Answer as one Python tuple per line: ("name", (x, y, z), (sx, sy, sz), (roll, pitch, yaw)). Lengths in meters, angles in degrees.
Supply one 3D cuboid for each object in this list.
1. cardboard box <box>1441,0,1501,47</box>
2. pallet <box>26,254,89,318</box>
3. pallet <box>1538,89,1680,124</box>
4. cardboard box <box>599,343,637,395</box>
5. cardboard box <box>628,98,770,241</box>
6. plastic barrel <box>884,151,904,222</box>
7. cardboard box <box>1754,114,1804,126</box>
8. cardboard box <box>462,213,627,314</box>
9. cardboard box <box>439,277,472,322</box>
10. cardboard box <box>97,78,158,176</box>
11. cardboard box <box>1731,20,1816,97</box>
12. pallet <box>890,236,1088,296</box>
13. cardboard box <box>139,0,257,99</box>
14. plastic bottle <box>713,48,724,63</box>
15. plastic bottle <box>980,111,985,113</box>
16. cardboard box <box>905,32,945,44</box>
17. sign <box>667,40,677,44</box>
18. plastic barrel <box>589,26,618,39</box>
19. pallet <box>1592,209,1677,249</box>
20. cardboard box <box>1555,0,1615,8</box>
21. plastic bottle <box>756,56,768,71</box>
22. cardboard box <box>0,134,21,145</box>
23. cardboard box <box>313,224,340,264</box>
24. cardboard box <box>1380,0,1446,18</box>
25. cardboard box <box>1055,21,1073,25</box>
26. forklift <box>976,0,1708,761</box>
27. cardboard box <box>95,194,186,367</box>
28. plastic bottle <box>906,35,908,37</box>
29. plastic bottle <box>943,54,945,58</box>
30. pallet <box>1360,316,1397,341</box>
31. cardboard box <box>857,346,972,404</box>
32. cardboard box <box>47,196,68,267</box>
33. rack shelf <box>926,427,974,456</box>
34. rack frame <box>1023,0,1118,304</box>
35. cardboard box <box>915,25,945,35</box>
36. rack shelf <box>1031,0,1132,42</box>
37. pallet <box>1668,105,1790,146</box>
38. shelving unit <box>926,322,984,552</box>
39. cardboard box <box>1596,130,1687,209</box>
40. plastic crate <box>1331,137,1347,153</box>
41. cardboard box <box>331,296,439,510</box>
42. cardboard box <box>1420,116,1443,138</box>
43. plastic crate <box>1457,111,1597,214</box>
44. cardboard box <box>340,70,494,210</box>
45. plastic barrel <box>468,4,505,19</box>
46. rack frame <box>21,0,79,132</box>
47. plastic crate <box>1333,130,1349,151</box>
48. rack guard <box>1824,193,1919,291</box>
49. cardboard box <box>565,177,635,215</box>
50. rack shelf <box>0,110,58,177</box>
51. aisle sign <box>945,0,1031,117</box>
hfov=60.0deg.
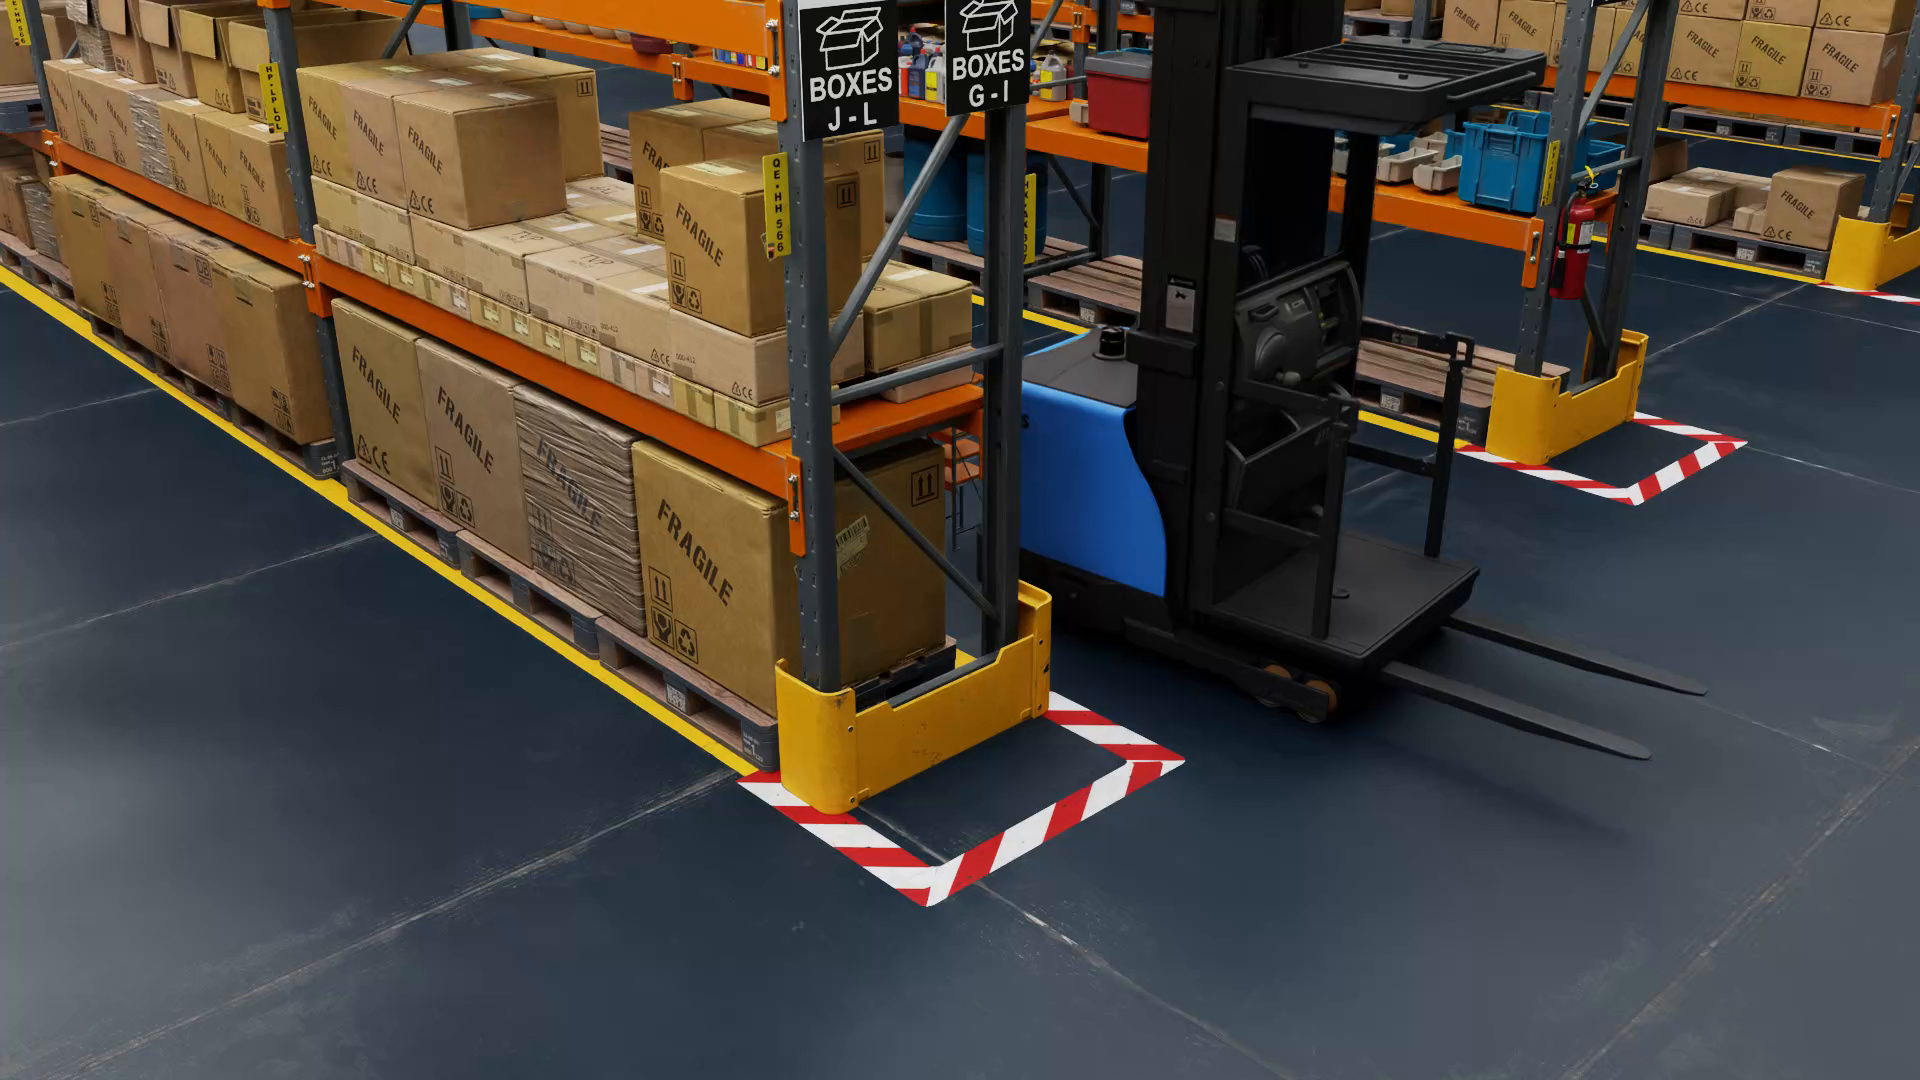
("cardboard box", (4.477, -4.412, 14.186), (0.500, 0.500, 0.500), (-20, 31, -37))
("pallet", (-6.173, -1.969, 12.312), (1.003, 0.211, 1.213), (-21, 32, -38))
("pallet", (7.359, -4.948, 18.842), (1.003, 0.211, 1.213), (-21, 32, -38))
("cardboard box", (-1.176, -0.708, 6.490), (0.380, 0.149, 0.250), (-21, 32, -38))
("cardboard box", (-1.003, -1.514, 6.873), (0.500, 0.500, 0.500), (-22, 33, -40))
("plastic barrel", (-0.455, -2.833, 13.339), (0.421, 0.512, 0.421), (0, 25, 0))
("cardboard box", (8.718, -4.649, 17.333), (0.700, 0.500, 0.500), (-22, 32, -39))
("cardboard box", (-1.750, -1.180, 7.045), (0.500, 0.250, 0.500), (-21, 32, -38))
("cardboard box", (-2.060, -1.098, 7.345), (0.380, 0.149, 0.250), (-21, 32, -38))
("cardboard box", (-4.800, -2.512, 10.021), (0.500, 0.500, 0.500), (-22, 32, -39))
("cardboard box", (6.200, -3.646, 12.508), (0.500, 0.500, 0.500), (-21, 32, -38))
("pallet", (0.212, -2.171, 12.754), (1.003, 0.211, 1.213), (-21, 32, -38))
("cardboard box", (-4.246, -2.877, 9.613), (0.797, 0.503, 0.637), (-20, 31, -37))
("plastic bottle", (-1.965, -4.126, 13.830), (0.152, 0.276, 0.135), (-21, 32, -38))
("plastic bottle", (0.204, -3.165, 11.723), (0.152, 0.276, 0.135), (-21, 32, -38))
("cardboard box", (-0.347, -5.711, 19.286), (0.500, 0.311, 0.500), (23, 33, 40))
("sign", (-2.421, -4.322, 13.912), (0.100, 0.325, 0.005), (-21, 32, -38))
("plastic barrel", (-3.172, -4.835, 15.100), (0.421, 0.512, 0.421), (0, 25, 0))
("pallet", (5.634, -2.751, 14.026), (1.003, 0.211, 1.213), (-21, 32, -38))
("cardboard box", (5.148, -4.563, 13.314), (0.500, 0.500, 0.500), (-22, 33, -40))
("plastic bottle", (-1.590, -3.936, 13.404), (0.061, 0.283, 0.133), (-21, 32, -38))
("cardboard box", (-7.970, -3.083, 13.876), (0.500, 0.500, 0.700), (21, 32, 38))
("cardboard box", (-2.947, -1.490, 8.206), (0.380, 0.149, 0.250), (-21, 32, -38))
("cardboard box", (4.167, -5.041, 15.060), (0.500, 0.500, 0.700), (12, 27, 25))
("cardboard box", (1.735, -7.794, 24.202), (0.500, 0.500, 0.500), (21, 32, 38))
("forklift", (1.529, -0.850, 6.582), (3.031, 2.935, 1.130), (19, 31, 36))
("cardboard box", (-4.580, -1.738, 10.499), (1.225, 0.875, 0.875), (-21, 32, -38))
("plastic bottle", (-0.438, -3.908, 13.344), (0.061, 0.283, 0.133), (-21, 32, -38))
("plastic bottle", (-0.073, -3.623, 12.727), (0.152, 0.276, 0.135), (-21, 32, -38))
("pallet", (2.078, -1.344, 10.941), (1.003, 0.211, 1.213), (-21, 32, -38))
("cardboard box", (-0.174, -0.664, 6.393), (0.380, 0.149, 0.250), (-21, 32, -38))
("cardboard box", (-6.113, -2.261, 12.073), (0.500, 0.500, 0.700), (22, 32, 39))
("rack shelf", (-0.010, -0.510, 8.029), (0.258, 0.103, 0.180), (-21, 32, -38))
("rack frame", (0.709, -3.194, 11.637), (1.000, 3.000, 0.127), (-21, 32, -38))
("cardboard box", (-0.294, -6.020, 19.962), (0.500, 0.311, 0.500), (-20, 31, -37))
("rack shelf", (0.227, -6.088, 18.848), (1.077, 0.370, 4.000), (-21, 32, -38))
("pallet", (8.404, -4.483, 17.822), (1.003, 0.211, 1.213), (-21, 32, -38))
("shelving unit", (-0.010, -0.550, 8.011), (0.258, 1.200, 0.189), (-21, 32, -38))
("cardboard box", (5.616, -3.094, 13.897), (0.797, 0.503, 0.637), (-21, 32, -38))
("plastic crate", (2.142, -2.339, 10.008), (0.298, 0.136, 0.250), (-21, 32, -38))
("cardboard box", (-2.513, -0.790, 8.422), (0.875, 0.875, 0.875), (-21, 32, -38))
("cardboard box", (4.175, -3.876, 15.615), (0.500, 0.500, 0.500), (22, 33, 39))
("plastic crate", (3.078, -2.074, 9.067), (0.616, 0.435, 0.499), (-21, 32, -38))
("cardboard box", (-2.434, -1.828, 7.562), (0.500, 0.500, 0.500), (-21, 32, -38))
("plastic barrel", (-4.716, -5.643, 16.401), (0.600, 0.901, 0.708), (-21, 32, -38))
("rack frame", (-5.640, -3.000, 11.213), (1.000, 3.000, 0.127), (-21, 32, -38))
("plastic crate", (2.410, -2.591, 10.445), (0.416, 0.233, 0.300), (-21, 32, -38))
("rack guard", (7.010, -2.272, 12.627), (1.175, 0.500, 0.348), (-21, 32, -38))
("cardboard box", (-1.708, -1.486, 7.715), (0.500, 0.250, 0.500), (-20, 32, -37))
("rack shelf", (-7.007, -3.279, 12.691), (1.077, 0.370, 4.000), (-21, 32, -38))
("aisle sign", (0.096, -1.823, 5.499), (0.394, 0.787, 0.004), (-21, 32, -38))
